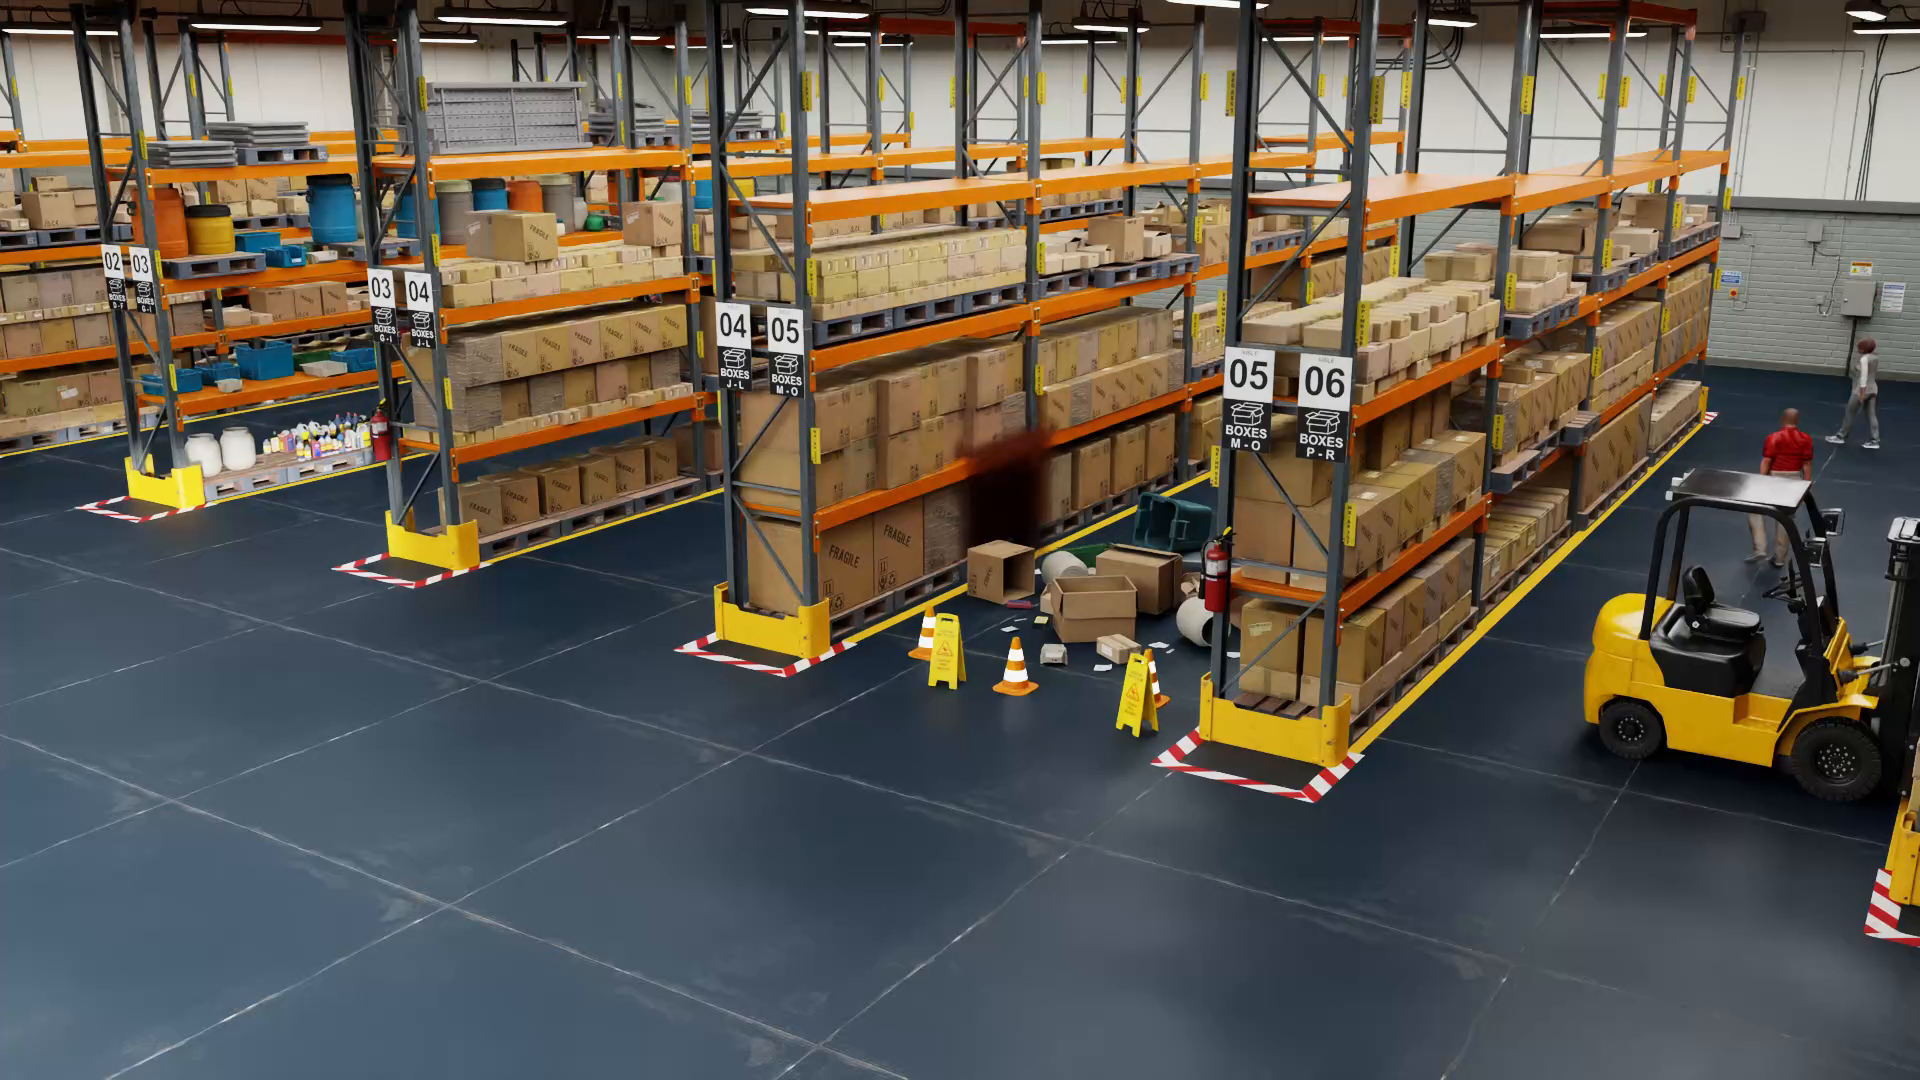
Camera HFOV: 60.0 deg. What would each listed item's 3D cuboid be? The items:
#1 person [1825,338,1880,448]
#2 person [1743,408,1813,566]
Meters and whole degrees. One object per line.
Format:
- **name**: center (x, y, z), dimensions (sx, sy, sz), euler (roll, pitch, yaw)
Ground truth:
- **person**: center (12.936, -2.122, 23.856), dimensions (0.468, 1.555, 0.804), euler (-8, 18, -27)
- **person**: center (8.928, -0.568, 18.099), dimensions (0.580, 1.755, 0.396), euler (1, 16, 3)
